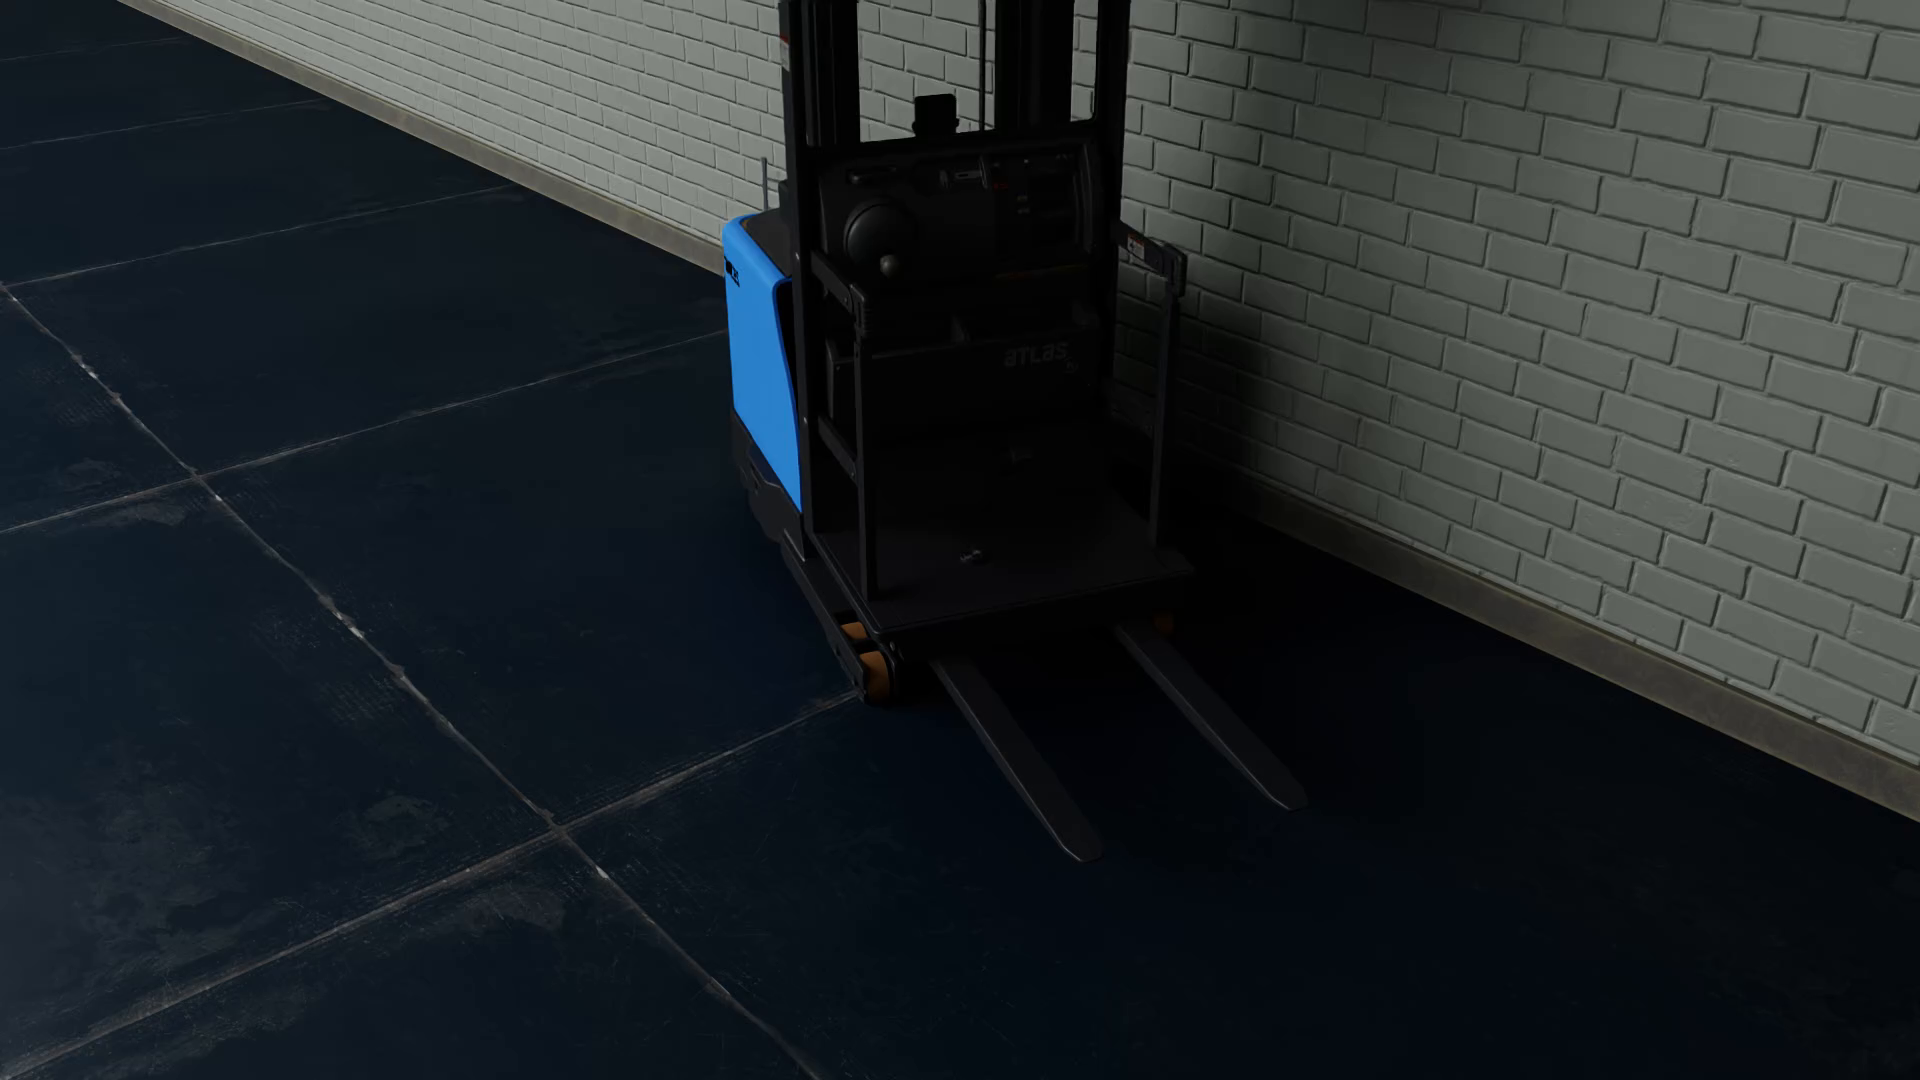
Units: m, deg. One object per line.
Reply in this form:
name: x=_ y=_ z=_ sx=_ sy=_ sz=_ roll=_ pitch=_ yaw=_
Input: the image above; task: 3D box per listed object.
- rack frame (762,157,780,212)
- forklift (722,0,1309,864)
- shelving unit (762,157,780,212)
rack frame: x=-0.690 y=-0.927 z=6.703 sx=0.240 sy=1.200 sz=0.006 roll=22 pitch=34 yaw=34
forklift: x=0.088 y=-0.996 z=5.005 sx=1.130 sy=2.935 sz=3.031 roll=-10 pitch=30 yaw=-18
shelving unit: x=-0.632 y=-0.959 z=6.766 sx=0.258 sy=1.200 sz=0.189 roll=22 pitch=34 yaw=34
